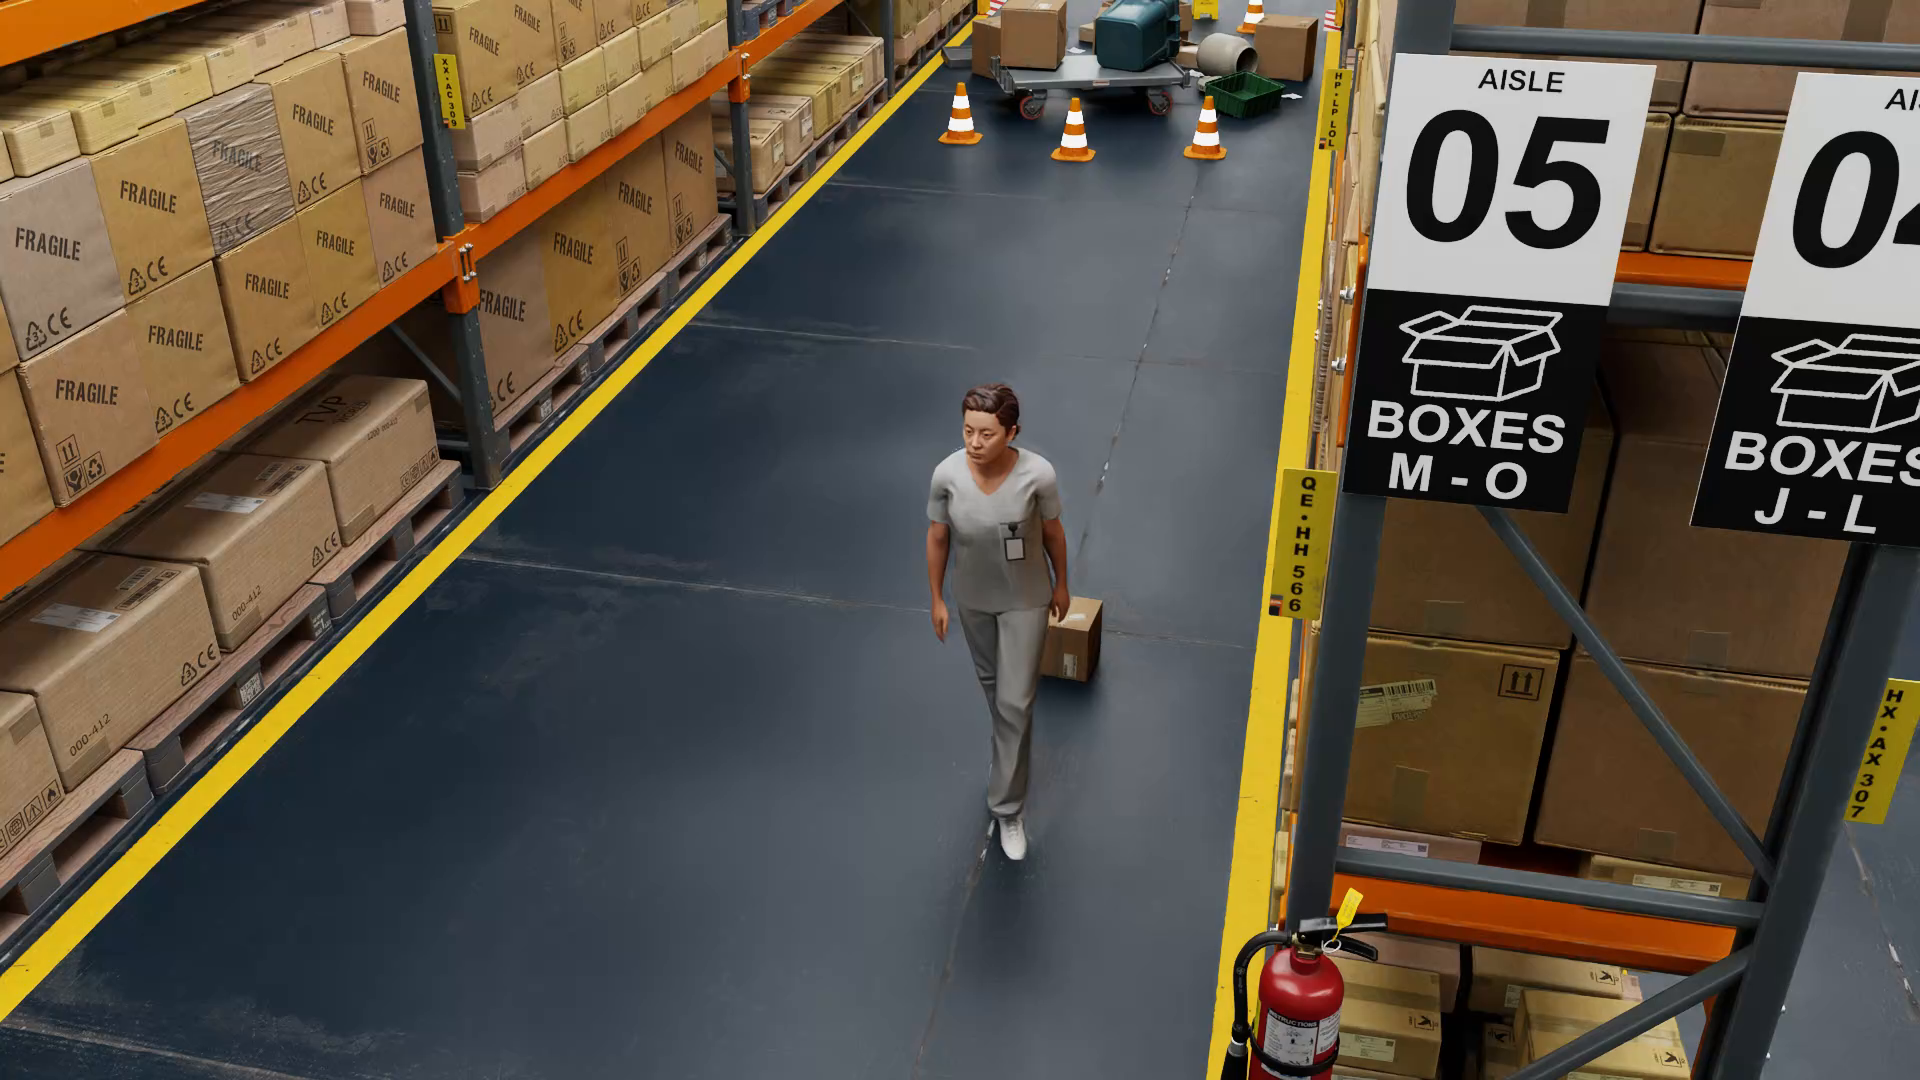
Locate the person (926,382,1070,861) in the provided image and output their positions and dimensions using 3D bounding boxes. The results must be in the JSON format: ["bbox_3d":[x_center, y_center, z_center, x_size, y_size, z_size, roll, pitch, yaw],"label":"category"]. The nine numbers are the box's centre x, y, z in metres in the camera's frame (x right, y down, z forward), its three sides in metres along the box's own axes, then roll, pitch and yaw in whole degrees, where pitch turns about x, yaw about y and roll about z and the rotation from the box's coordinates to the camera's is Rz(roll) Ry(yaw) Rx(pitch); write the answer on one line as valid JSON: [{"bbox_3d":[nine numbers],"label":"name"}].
[{"bbox_3d":[0.124,0.244,5.771,0.470,1.655,0.685,9,30,15],"label":"person"}]
